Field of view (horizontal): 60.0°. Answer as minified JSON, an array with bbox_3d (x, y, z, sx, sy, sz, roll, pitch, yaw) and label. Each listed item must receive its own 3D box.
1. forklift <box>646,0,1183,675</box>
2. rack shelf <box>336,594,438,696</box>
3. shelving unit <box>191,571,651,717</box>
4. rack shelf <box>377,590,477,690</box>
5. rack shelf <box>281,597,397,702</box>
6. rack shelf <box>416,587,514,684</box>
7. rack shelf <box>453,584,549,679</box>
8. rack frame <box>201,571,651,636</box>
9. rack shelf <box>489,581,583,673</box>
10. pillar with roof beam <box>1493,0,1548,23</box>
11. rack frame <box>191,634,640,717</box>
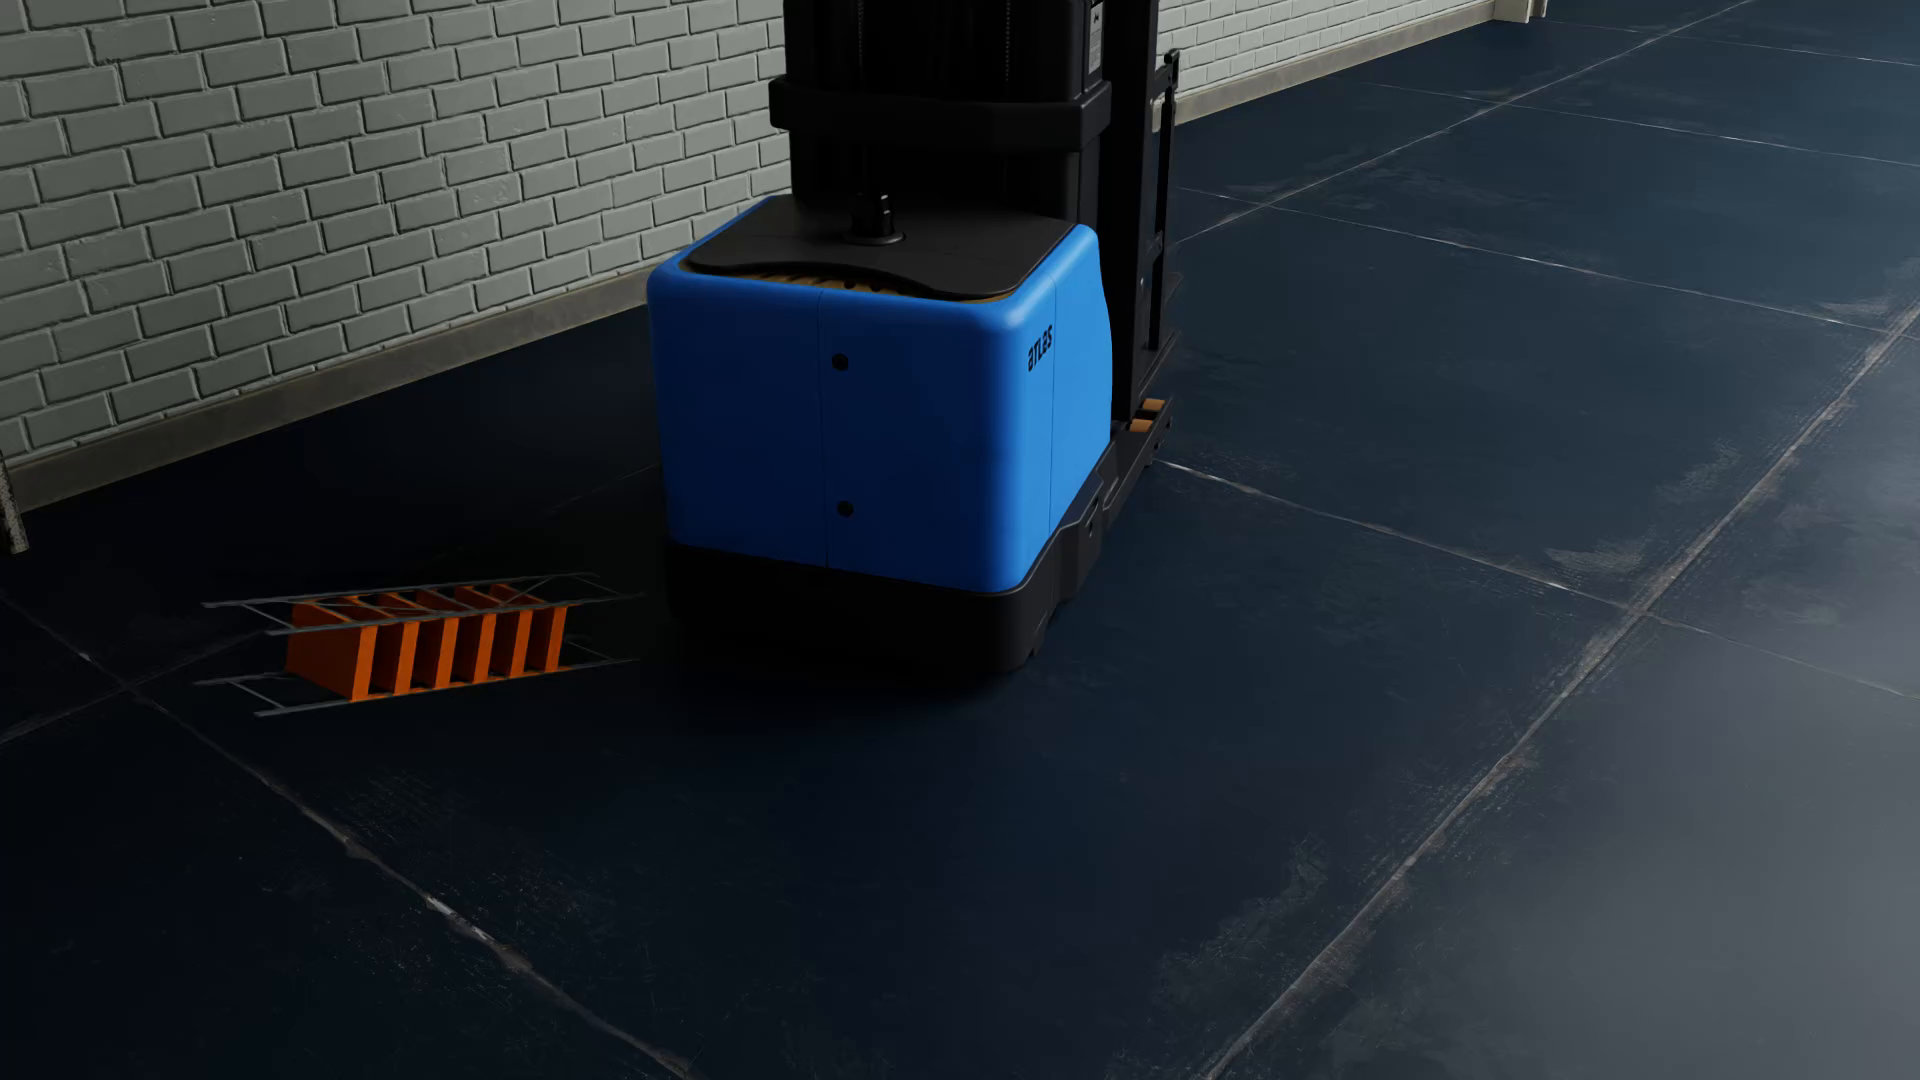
[{"bbox_3d":[0.123,-1.604,5.160,1.130,2.935,3.031,9,29,16],"label":"forklift"},{"bbox_3d":[-1.381,0.243,3.966,0.258,0.180,0.103,17,11,30],"label":"rack shelf"},{"bbox_3d":[-1.279,0.235,4.133,0.258,0.189,1.200,17,11,30],"label":"shelving unit"},{"bbox_3d":[-1.319,0.238,4.068,0.258,0.180,0.103,17,11,30],"label":"rack shelf"},{"bbox_3d":[-1.443,0.248,3.864,0.258,0.180,0.103,17,11,30],"label":"rack shelf"},{"bbox_3d":[-1.256,0.233,4.171,0.258,0.180,0.103,17,11,30],"label":"rack shelf"},{"bbox_3d":[-1.194,0.229,4.273,0.258,0.180,0.103,17,11,30],"label":"rack shelf"},{"bbox_3d":[-1.261,0.147,4.118,0.240,0.006,1.200,17,11,30],"label":"rack frame"},{"bbox_3d":[-1.132,0.224,4.376,0.258,0.180,0.103,17,11,30],"label":"rack shelf"},{"bbox_3d":[7.803,-6.942,8.876,9.100,9.000,0.400,21,34,34],"label":"pillar with roof beam"},{"bbox_3d":[-1.298,0.324,4.148,0.240,0.006,1.200,17,11,30],"label":"rack frame"}]
